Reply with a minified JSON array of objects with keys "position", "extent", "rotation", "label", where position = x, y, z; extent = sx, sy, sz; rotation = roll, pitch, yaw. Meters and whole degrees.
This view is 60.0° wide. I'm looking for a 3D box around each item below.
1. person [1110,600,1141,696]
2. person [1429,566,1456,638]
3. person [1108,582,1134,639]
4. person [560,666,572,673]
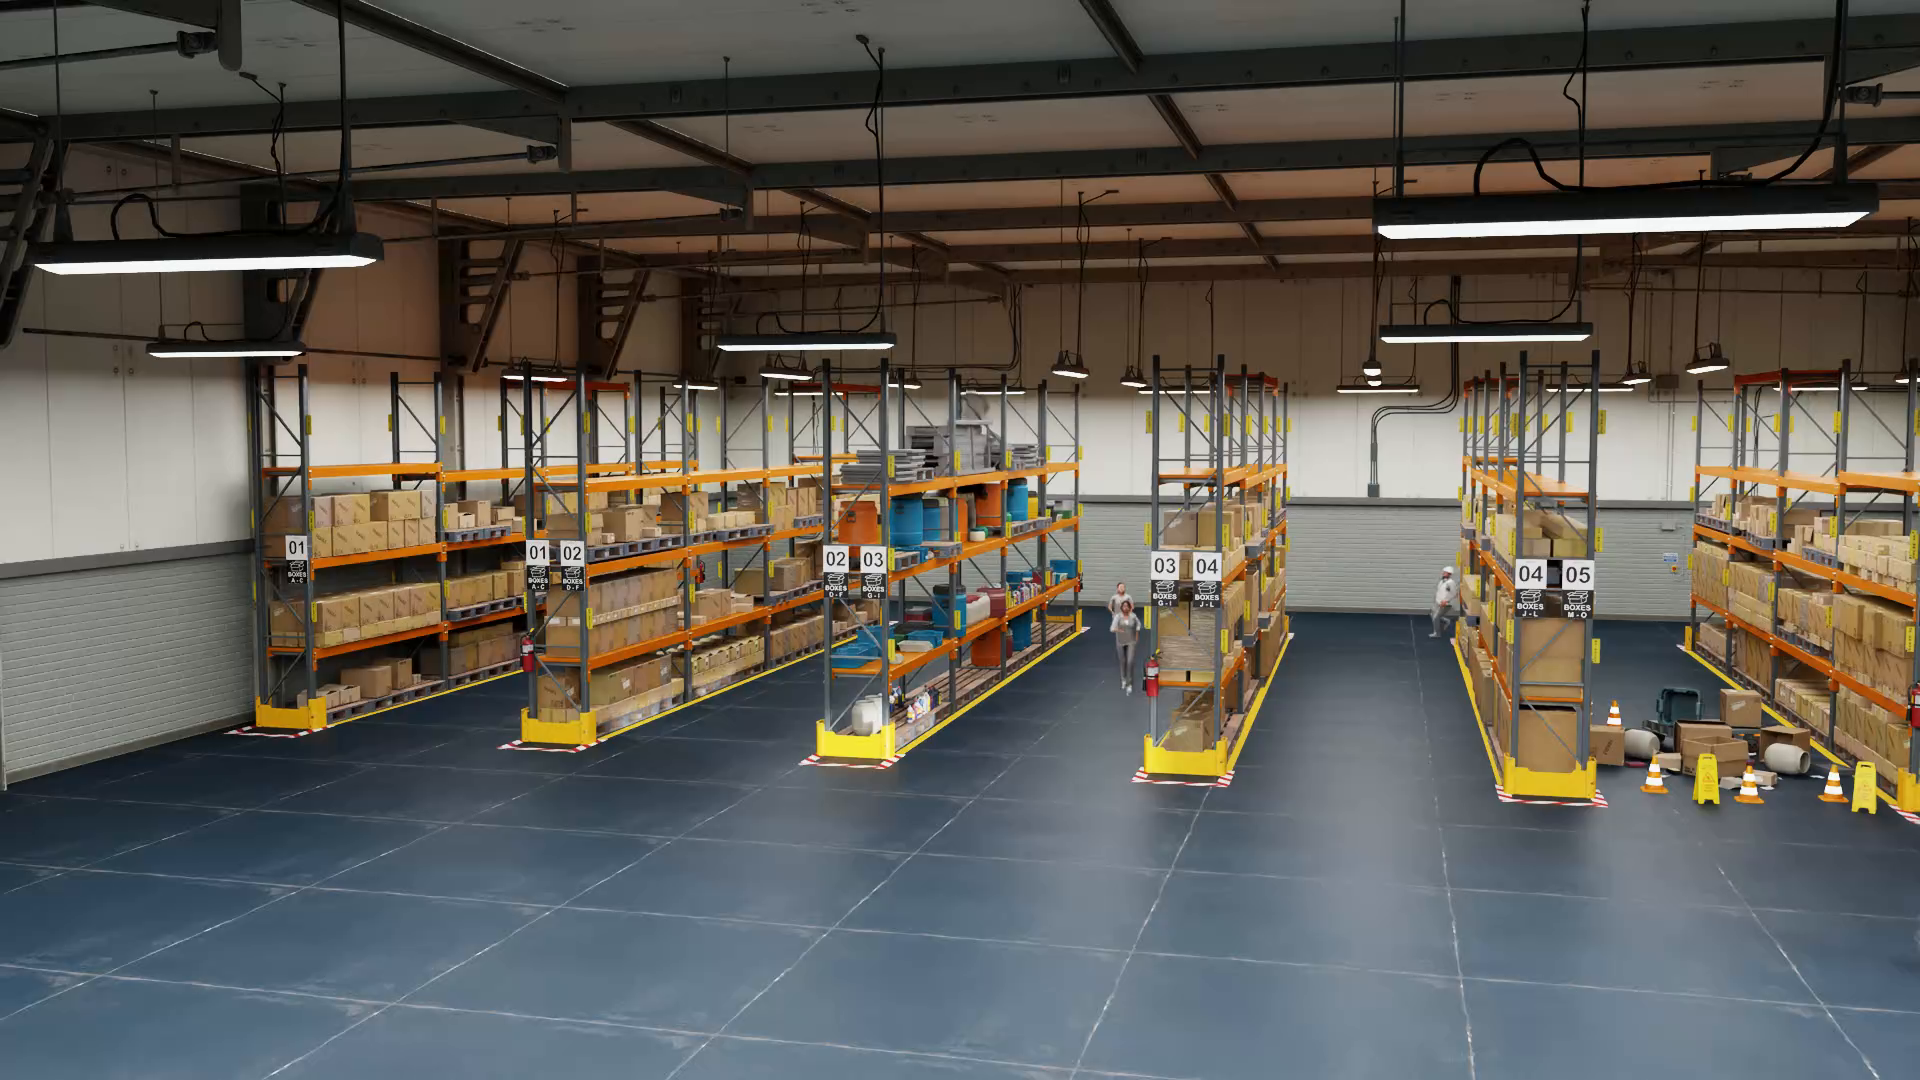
[{"position":[2.913,1.879,29.334],"extent":[0.528,1.651,0.711],"rotation":[1,4,8],"label":"person"},{"position":[11.392,1.465,39.054],"extent":[0.556,1.694,0.690],"rotation":[-1,4,-13],"label":"person"},{"position":[3.471,1.717,35.857],"extent":[0.561,1.619,0.591],"rotation":[0,4,3],"label":"person"},{"position":[-7.269,1.994,30.642],"extent":[0.637,1.839,0.753],"rotation":[0,4,3],"label":"person"}]
